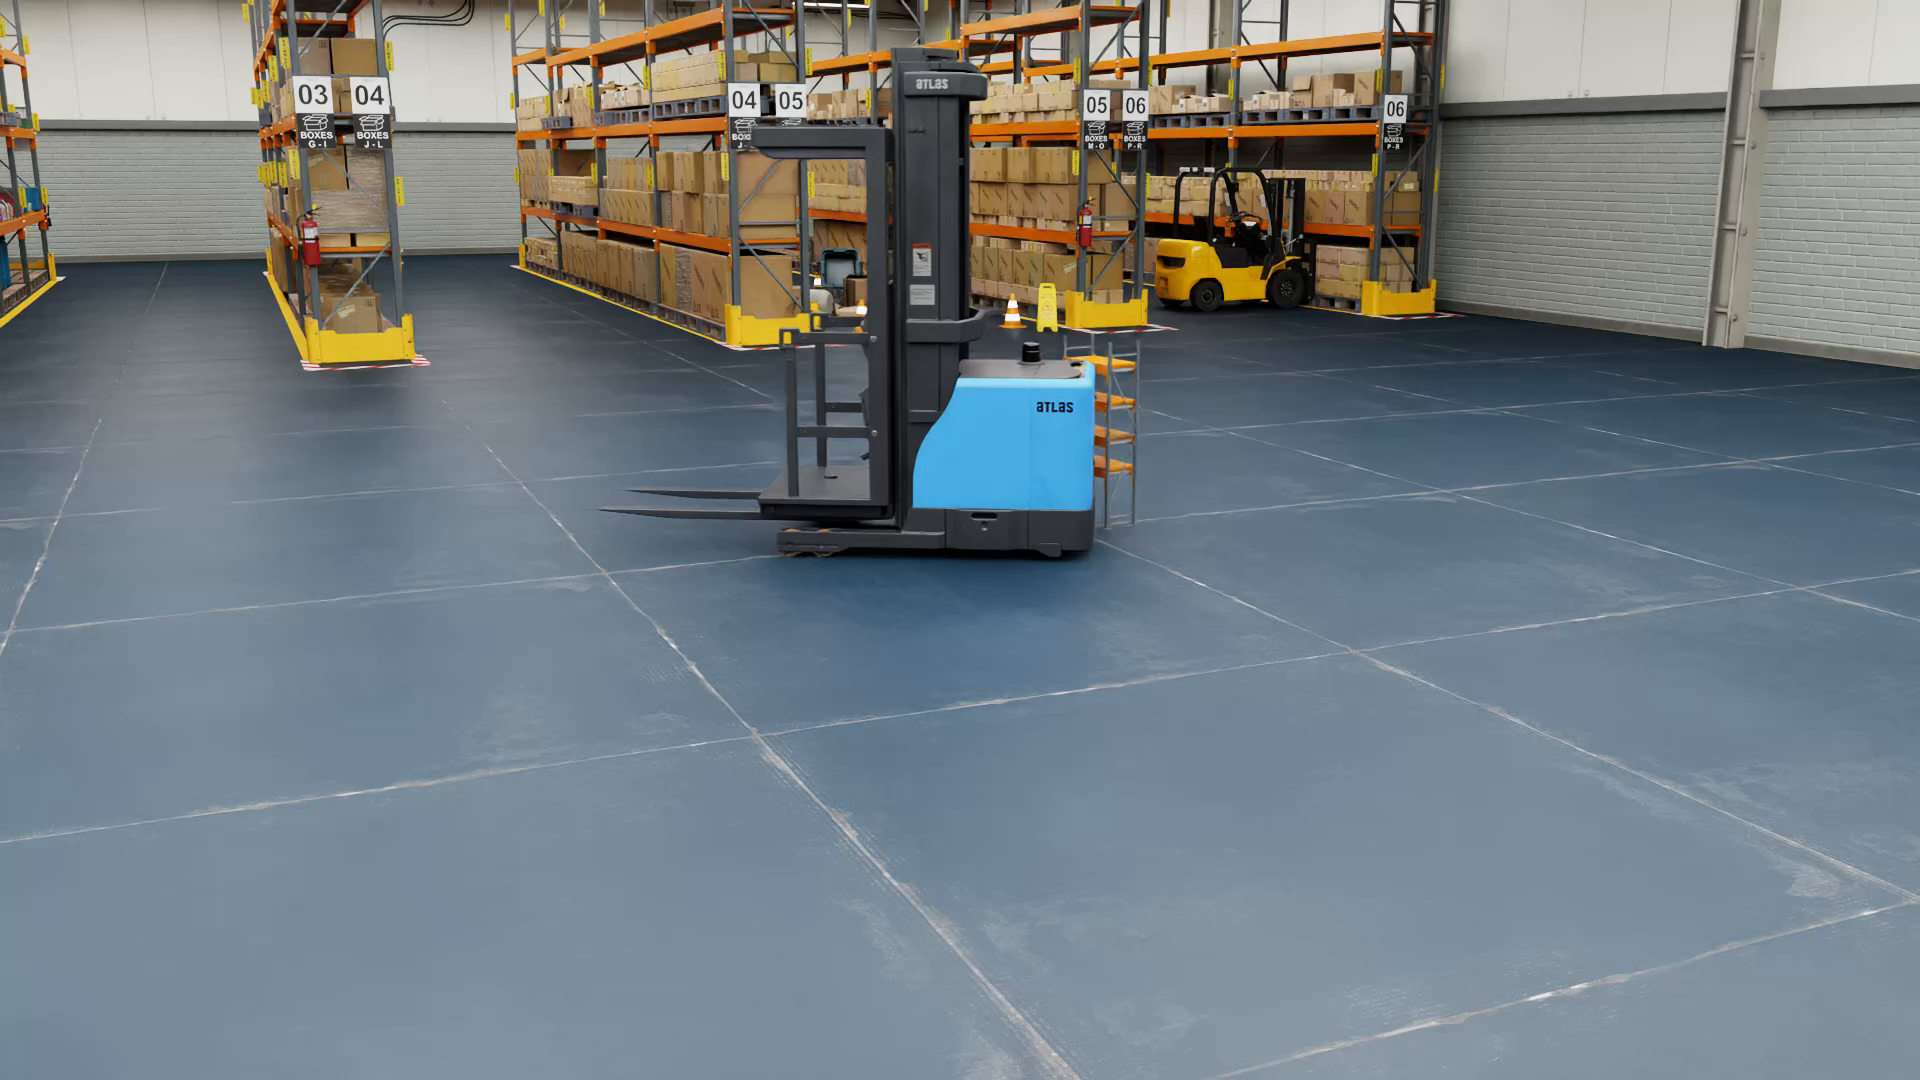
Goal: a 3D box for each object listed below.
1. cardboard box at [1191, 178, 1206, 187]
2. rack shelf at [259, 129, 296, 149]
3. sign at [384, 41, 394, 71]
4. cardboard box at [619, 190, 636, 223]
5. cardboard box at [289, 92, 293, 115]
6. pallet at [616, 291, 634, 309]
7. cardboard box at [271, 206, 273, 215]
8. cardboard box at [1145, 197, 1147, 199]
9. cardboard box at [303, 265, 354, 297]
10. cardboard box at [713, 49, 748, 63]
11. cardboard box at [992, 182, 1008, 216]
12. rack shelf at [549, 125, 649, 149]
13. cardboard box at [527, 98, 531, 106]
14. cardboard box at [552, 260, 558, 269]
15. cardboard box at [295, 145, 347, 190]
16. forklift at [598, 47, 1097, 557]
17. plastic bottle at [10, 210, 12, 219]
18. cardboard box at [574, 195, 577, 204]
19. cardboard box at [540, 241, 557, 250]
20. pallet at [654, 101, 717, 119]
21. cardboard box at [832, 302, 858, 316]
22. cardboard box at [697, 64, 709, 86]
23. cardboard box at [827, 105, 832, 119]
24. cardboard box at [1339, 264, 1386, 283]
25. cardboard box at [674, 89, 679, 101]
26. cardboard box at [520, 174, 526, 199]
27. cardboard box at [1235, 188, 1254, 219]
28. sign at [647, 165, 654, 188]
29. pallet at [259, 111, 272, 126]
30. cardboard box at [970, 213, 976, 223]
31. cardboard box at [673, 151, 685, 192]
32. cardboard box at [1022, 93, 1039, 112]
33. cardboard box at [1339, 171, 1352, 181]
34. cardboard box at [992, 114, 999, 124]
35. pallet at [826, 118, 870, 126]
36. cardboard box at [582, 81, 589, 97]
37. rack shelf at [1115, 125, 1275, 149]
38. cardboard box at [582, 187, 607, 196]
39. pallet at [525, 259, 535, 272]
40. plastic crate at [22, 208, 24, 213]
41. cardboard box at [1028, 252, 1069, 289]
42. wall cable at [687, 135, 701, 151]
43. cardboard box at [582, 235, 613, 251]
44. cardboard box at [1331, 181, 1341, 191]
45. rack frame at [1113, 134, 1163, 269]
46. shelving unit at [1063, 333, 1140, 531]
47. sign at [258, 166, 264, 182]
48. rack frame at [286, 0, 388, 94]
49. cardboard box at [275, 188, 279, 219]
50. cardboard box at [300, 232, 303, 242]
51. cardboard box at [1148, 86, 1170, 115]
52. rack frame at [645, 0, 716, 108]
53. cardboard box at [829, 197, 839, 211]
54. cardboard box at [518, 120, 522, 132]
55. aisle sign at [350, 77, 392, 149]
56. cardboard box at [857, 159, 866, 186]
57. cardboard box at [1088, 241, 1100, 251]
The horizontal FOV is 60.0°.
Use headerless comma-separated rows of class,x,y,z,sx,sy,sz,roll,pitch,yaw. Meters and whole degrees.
cardboard box,4.298,-6.300,29.278,0.380,0.149,0.250,-6,14,-25
rack shelf,-12.597,-7.568,31.361,1.077,0.370,4.000,-6,14,-23
sign,-6.492,-5.501,18.895,0.100,0.325,0.005,-6,14,-23
cardboard box,-5.071,-5.264,26.241,0.500,0.500,0.500,-6,14,-24
cardboard box,-7.618,-5.133,19.575,0.500,0.250,0.500,-6,14,-23
pallet,-4.877,-3.865,26.601,1.003,0.211,1.213,-6,14,-23
cardboard box,-12.218,-5.955,30.005,0.380,0.149,0.250,-6,14,-23
cardboard box,3.586,-6.515,31.091,0.500,0.250,0.500,-5,14,-21
cardboard box,-9.440,-3.848,24.910,0.700,0.500,0.500,-4,14,-18
cardboard box,-2.850,-6.012,20.676,0.380,0.149,0.250,-5,14,-22
cardboard box,0.821,-5.157,25.120,0.500,0.500,0.500,-6,14,-23
rack shelf,-6.410,-7.169,29.635,1.077,0.370,4.000,-6,14,-23
cardboard box,-8.449,-8.762,33.264,0.380,0.149,0.250,-5,14,-21
cardboard box,-7.680,-5.337,32.169,0.380,0.149,0.250,-5,14,-22
cardboard box,-7.436,-4.337,19.357,0.500,0.500,0.500,-6,14,-23
forklift,-0.681,-1.442,10.101,3.031,2.935,1.130,1,13,5
plastic bottle,-15.809,-5.426,27.603,0.097,0.201,0.097,0,13,0
cardboard box,-6.525,-5.944,29.025,0.380,0.149,0.250,-6,14,-24
cardboard box,-8.182,-5.890,33.236,0.380,0.149,0.250,-6,14,-25
pallet,-3.688,-6.067,23.474,1.003,0.211,1.213,-6,14,-23
cardboard box,-1.630,-3.298,24.029,0.396,0.266,0.258,-3,13,-13
cardboard box,-3.056,-5.958,21.327,0.500,0.250,0.500,-6,14,-23
cardboard box,-2.305,-8.131,31.562,0.396,0.266,0.258,-4,14,-18
cardboard box,6.156,-4.090,25.447,0.500,0.250,0.500,-6,14,-24
cardboard box,-3.660,-6.042,22.574,0.380,0.149,0.250,-6,14,-23
cardboard box,-8.887,-7.374,34.695,0.500,0.500,0.500,-5,14,-20
cardboard box,4.974,-5.669,27.990,0.500,0.500,0.500,-6,14,-25
sign,-4.500,-5.293,24.194,0.100,0.325,0.005,-6,14,-23
pallet,-10.500,-6.715,26.499,1.213,0.211,1.003,-5,14,-20
cardboard box,0.321,-5.070,26.180,0.380,0.149,0.250,-6,14,-23
cardboard box,-3.473,-5.111,23.074,0.875,0.550,0.550,-6,14,-23
cardboard box,1.227,-6.285,23.895,0.500,0.250,0.500,-5,14,-21
cardboard box,6.044,-5.573,25.479,0.380,0.149,0.250,-5,14,-22
cardboard box,0.707,-6.383,25.202,0.380,0.149,0.250,-5,14,-21
pallet,-1.871,-7.841,31.363,1.003,0.211,1.213,-5,14,-20
cardboard box,-6.228,-7.693,28.383,0.396,0.266,0.258,-6,14,-23
rack shelf,4.234,-7.260,30.027,1.077,0.370,4.000,-6,14,-23
cardboard box,-6.224,-5.933,28.318,0.380,0.149,0.250,-5,14,-22
pallet,-8.490,-5.752,34.756,1.003,0.211,1.213,-6,14,-23
plastic crate,-16.777,-5.900,29.341,0.437,0.282,0.530,-6,14,-23
cardboard box,1.319,-3.940,24.244,0.500,0.500,0.500,-5,14,-21
wall cable,-6.598,-9.439,42.177,0.585,1.953,0.123,-6,14,-23
cardboard box,-6.335,-5.218,29.212,0.500,0.250,0.500,-5,14,-22
cardboard box,5.976,-5.482,25.742,0.380,0.149,0.250,-6,14,-23
rack frame,3.433,-6.562,32.070,1.000,3.000,0.127,-6,14,-23
shelving unit,0.901,-0.707,10.765,0.258,1.200,0.503,-8,15,-31
sign,-13.909,-7.282,33.085,0.100,0.325,0.005,-6,14,-23
rack frame,-6.989,-6.488,18.444,1.000,3.000,0.127,-6,14,-23
cardboard box,-11.024,-5.557,27.504,0.500,0.500,0.500,-6,14,-25
cardboard box,-7.990,-3.783,20.621,0.380,0.149,0.250,-6,14,-23
cardboard box,3.794,-8.058,30.508,0.700,0.500,0.500,-6,14,-24
rack frame,-4.006,-7.741,23.860,1.000,3.000,0.127,-6,14,-23
cardboard box,-2.190,-6.433,31.846,0.500,0.250,0.500,-6,14,-24
cardboard box,-8.868,-8.570,34.427,0.500,0.250,0.500,-5,14,-21
aisle sign,-6.690,-4.846,18.889,0.394,0.787,0.004,-6,14,-23
cardboard box,-1.560,-6.732,30.365,0.500,0.500,0.500,-6,14,-24
cardboard box,2.876,-5.721,33.049,0.500,0.500,0.500,-6,14,-24
